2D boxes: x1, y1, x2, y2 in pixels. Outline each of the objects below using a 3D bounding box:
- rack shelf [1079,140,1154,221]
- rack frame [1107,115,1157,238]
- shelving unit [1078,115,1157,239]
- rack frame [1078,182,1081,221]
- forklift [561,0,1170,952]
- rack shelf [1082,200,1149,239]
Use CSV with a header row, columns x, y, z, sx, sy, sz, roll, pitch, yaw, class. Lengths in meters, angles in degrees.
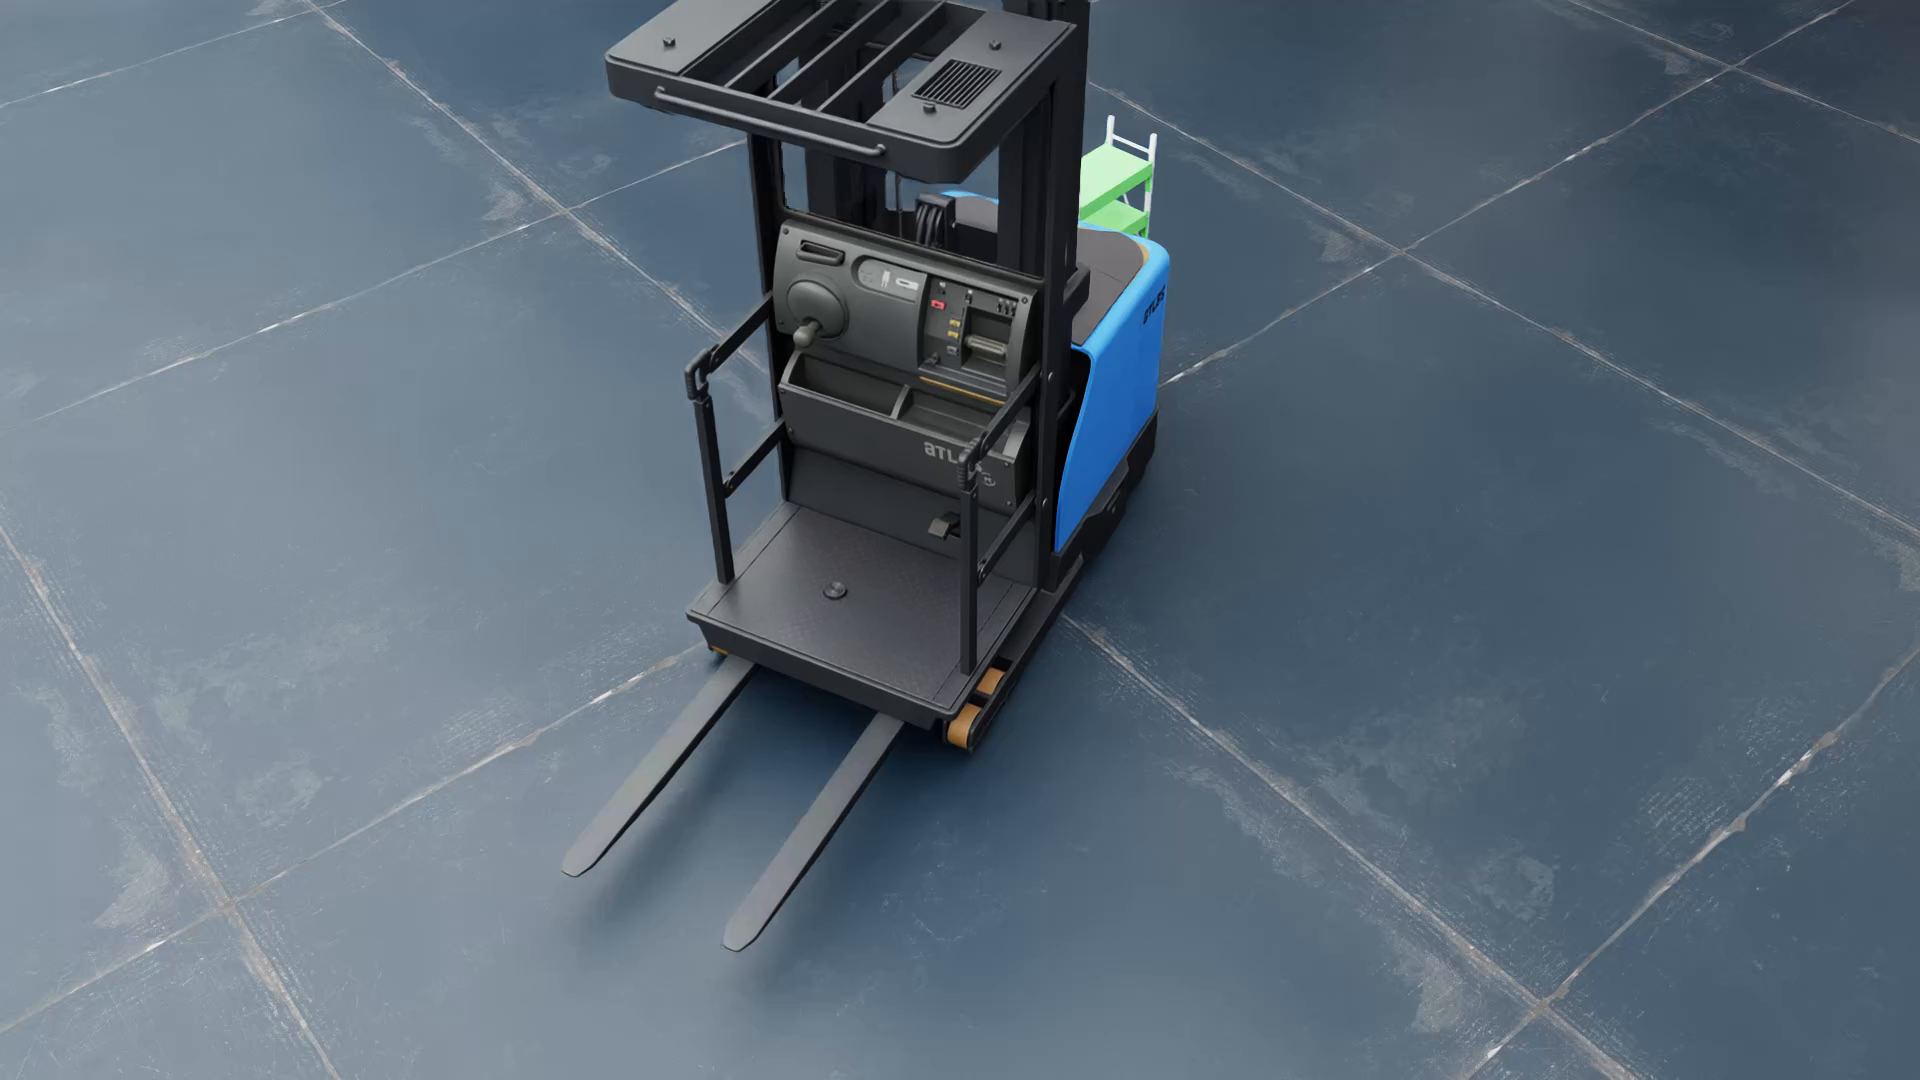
x,y,z,sx,sy,sz,roll,pitch,yaw,class
0.542,-1.437,6.795,0.258,0.148,0.480,32,52,29,rack shelf
0.705,-1.258,7.213,0.240,1.200,0.015,32,52,29,rack frame
0.542,-1.133,7.080,0.258,1.200,0.503,32,52,29,shelving unit
0.379,-1.009,6.948,0.240,1.200,0.015,32,52,29,rack frame
-0.292,-0.673,5.326,1.130,2.935,3.031,19,46,19,forklift
0.542,-1.262,6.960,0.258,0.148,0.480,32,52,29,rack shelf
